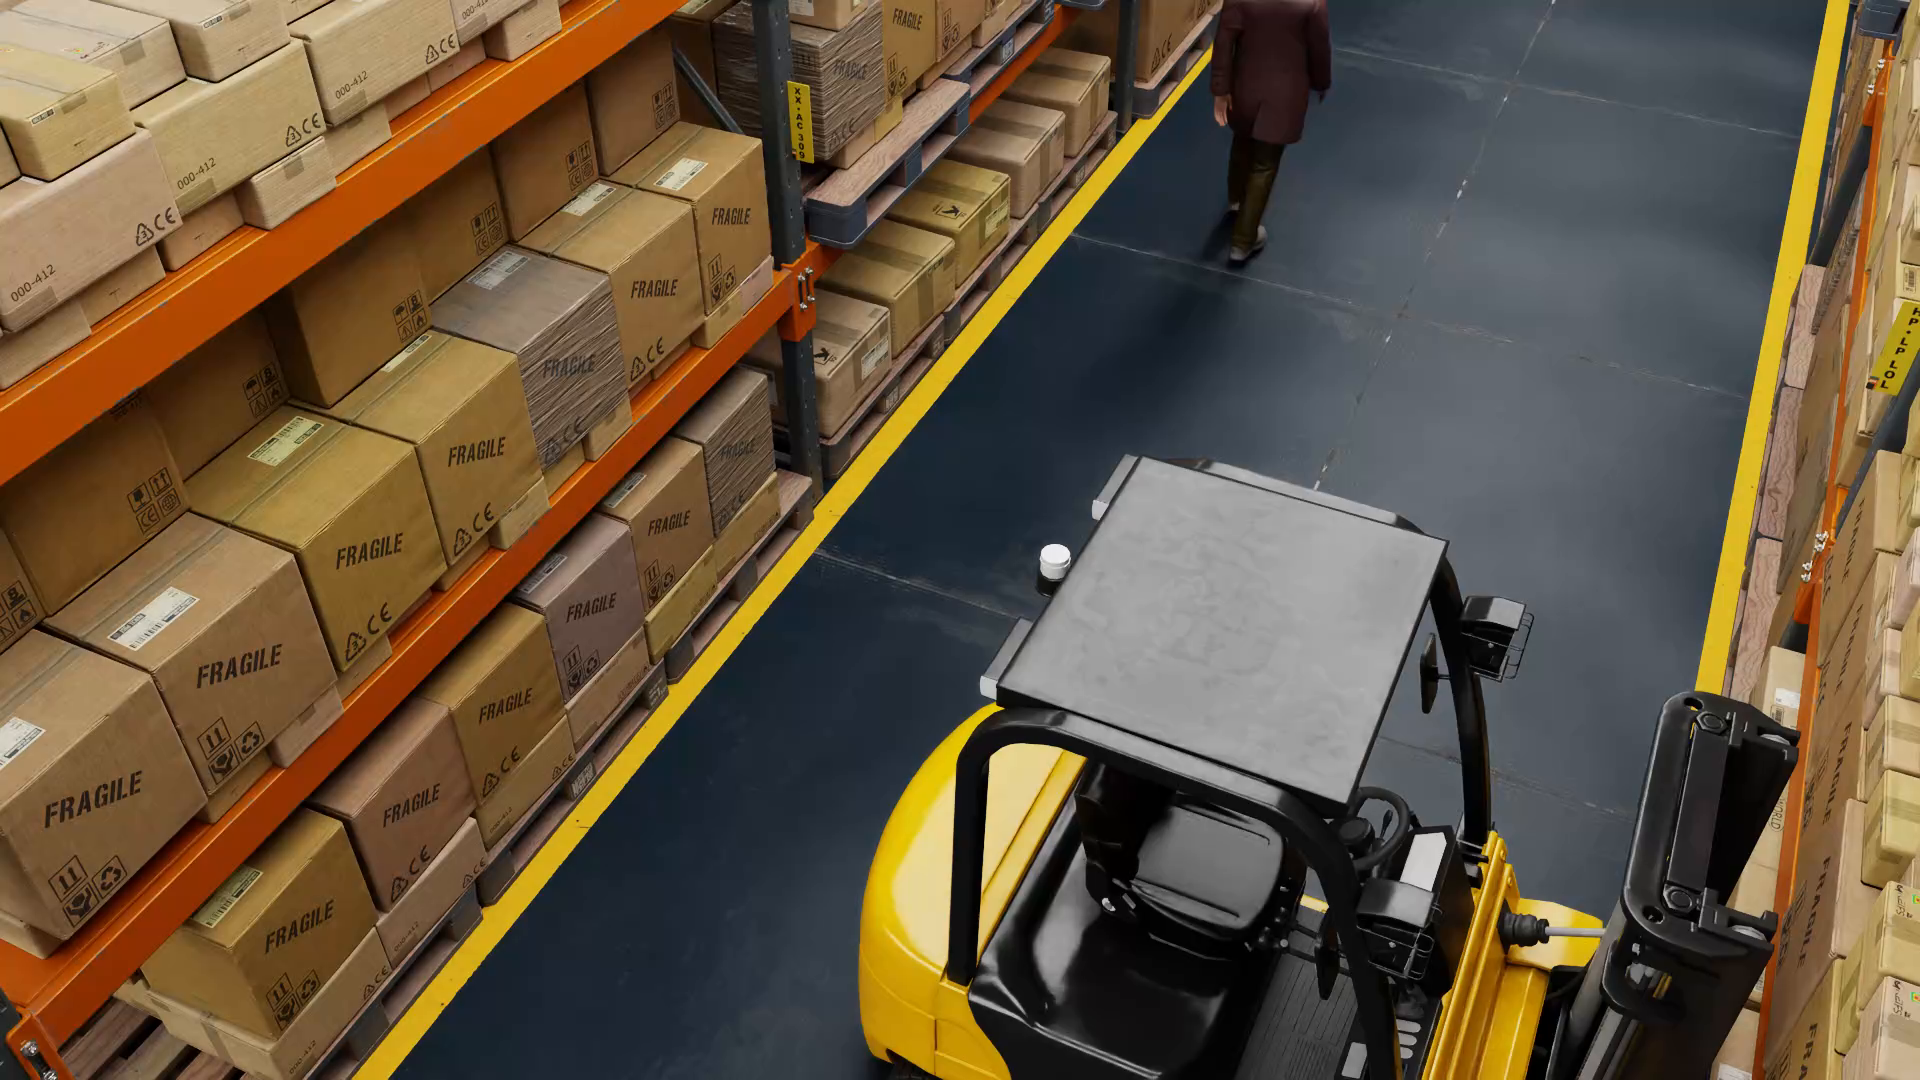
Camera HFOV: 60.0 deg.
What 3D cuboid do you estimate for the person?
[{"bbox_3d":[1.665,-2.320,8.966,0.596,1.621,0.811,16,44,17],"label":"person"}]
